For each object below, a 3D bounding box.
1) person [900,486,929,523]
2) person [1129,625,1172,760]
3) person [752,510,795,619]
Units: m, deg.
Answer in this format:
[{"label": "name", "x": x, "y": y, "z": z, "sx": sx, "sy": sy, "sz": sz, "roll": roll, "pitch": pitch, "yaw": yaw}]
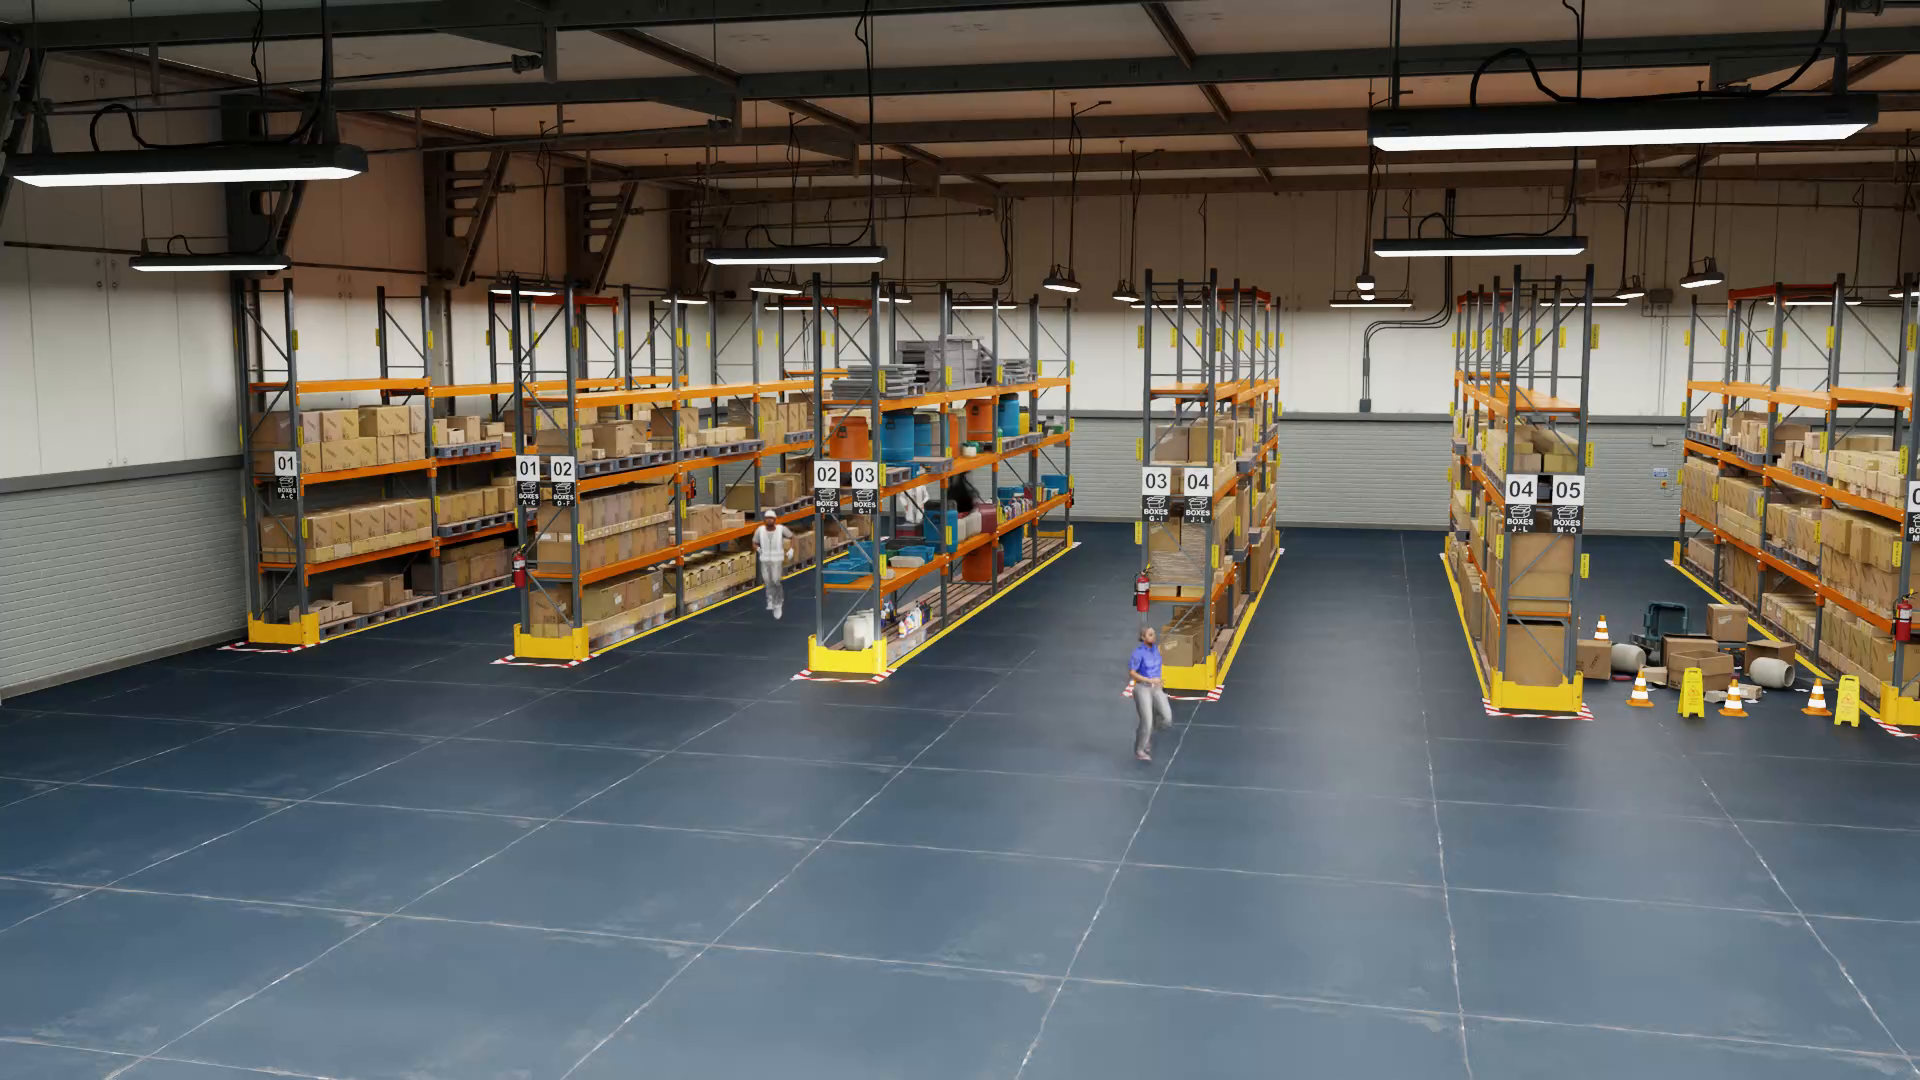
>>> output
[{"label": "person", "x": -1.114, "y": -0.715, "z": 40.675, "sx": 0.720, "sy": 1.740, "sz": 0.732, "roll": 0, "pitch": 7, "yaw": 0}, {"label": "person", "x": 2.287, "y": 1.828, "z": 19.828, "sx": 0.624, "sy": 1.624, "sz": 0.528, "roll": -6, "pitch": 9, "yaw": -41}, {"label": "person", "x": -3.243, "y": 0.426, "z": 28.717, "sx": 0.711, "sy": 1.889, "sz": 0.713, "roll": 1, "pitch": 7, "yaw": 5}]
